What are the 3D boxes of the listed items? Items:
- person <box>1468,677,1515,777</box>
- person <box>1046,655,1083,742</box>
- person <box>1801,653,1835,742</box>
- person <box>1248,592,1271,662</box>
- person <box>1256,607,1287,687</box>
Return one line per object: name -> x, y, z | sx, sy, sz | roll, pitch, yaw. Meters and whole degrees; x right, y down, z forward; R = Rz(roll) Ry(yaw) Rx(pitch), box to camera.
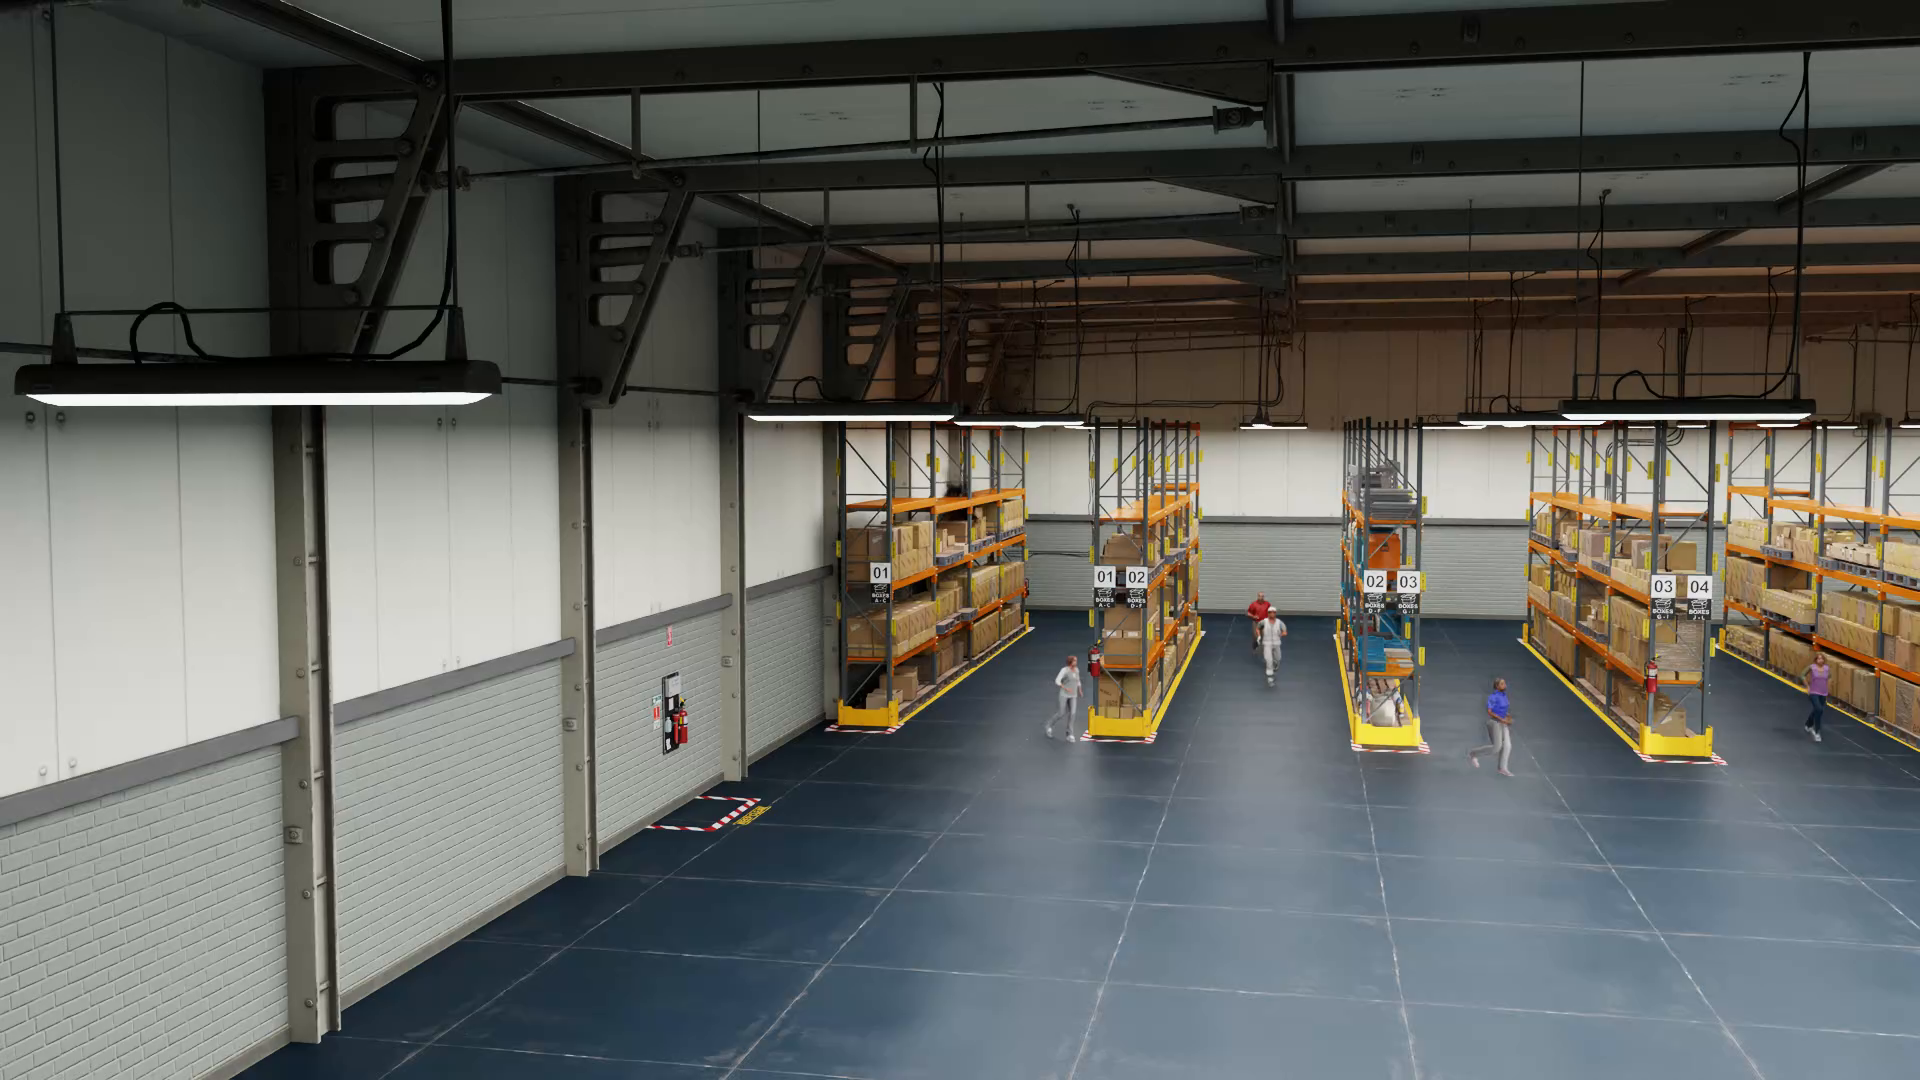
person -> 8.967, 3.114, 27.870 | 0.736, 1.648, 0.586 | 3, 5, 41
person -> 2.035, 2.914, 30.883 | 0.607, 1.568, 0.830 | -2, 4, -30
person -> 16.028, 2.919, 31.050 | 0.509, 1.650, 0.721 | 0, 4, 1
person -> 7.541, 2.155, 41.711 | 0.664, 1.726, 0.954 | 0, 4, -2
person -> 7.025, 2.380, 37.463 | 0.663, 1.766, 0.997 | 0, 4, 2
